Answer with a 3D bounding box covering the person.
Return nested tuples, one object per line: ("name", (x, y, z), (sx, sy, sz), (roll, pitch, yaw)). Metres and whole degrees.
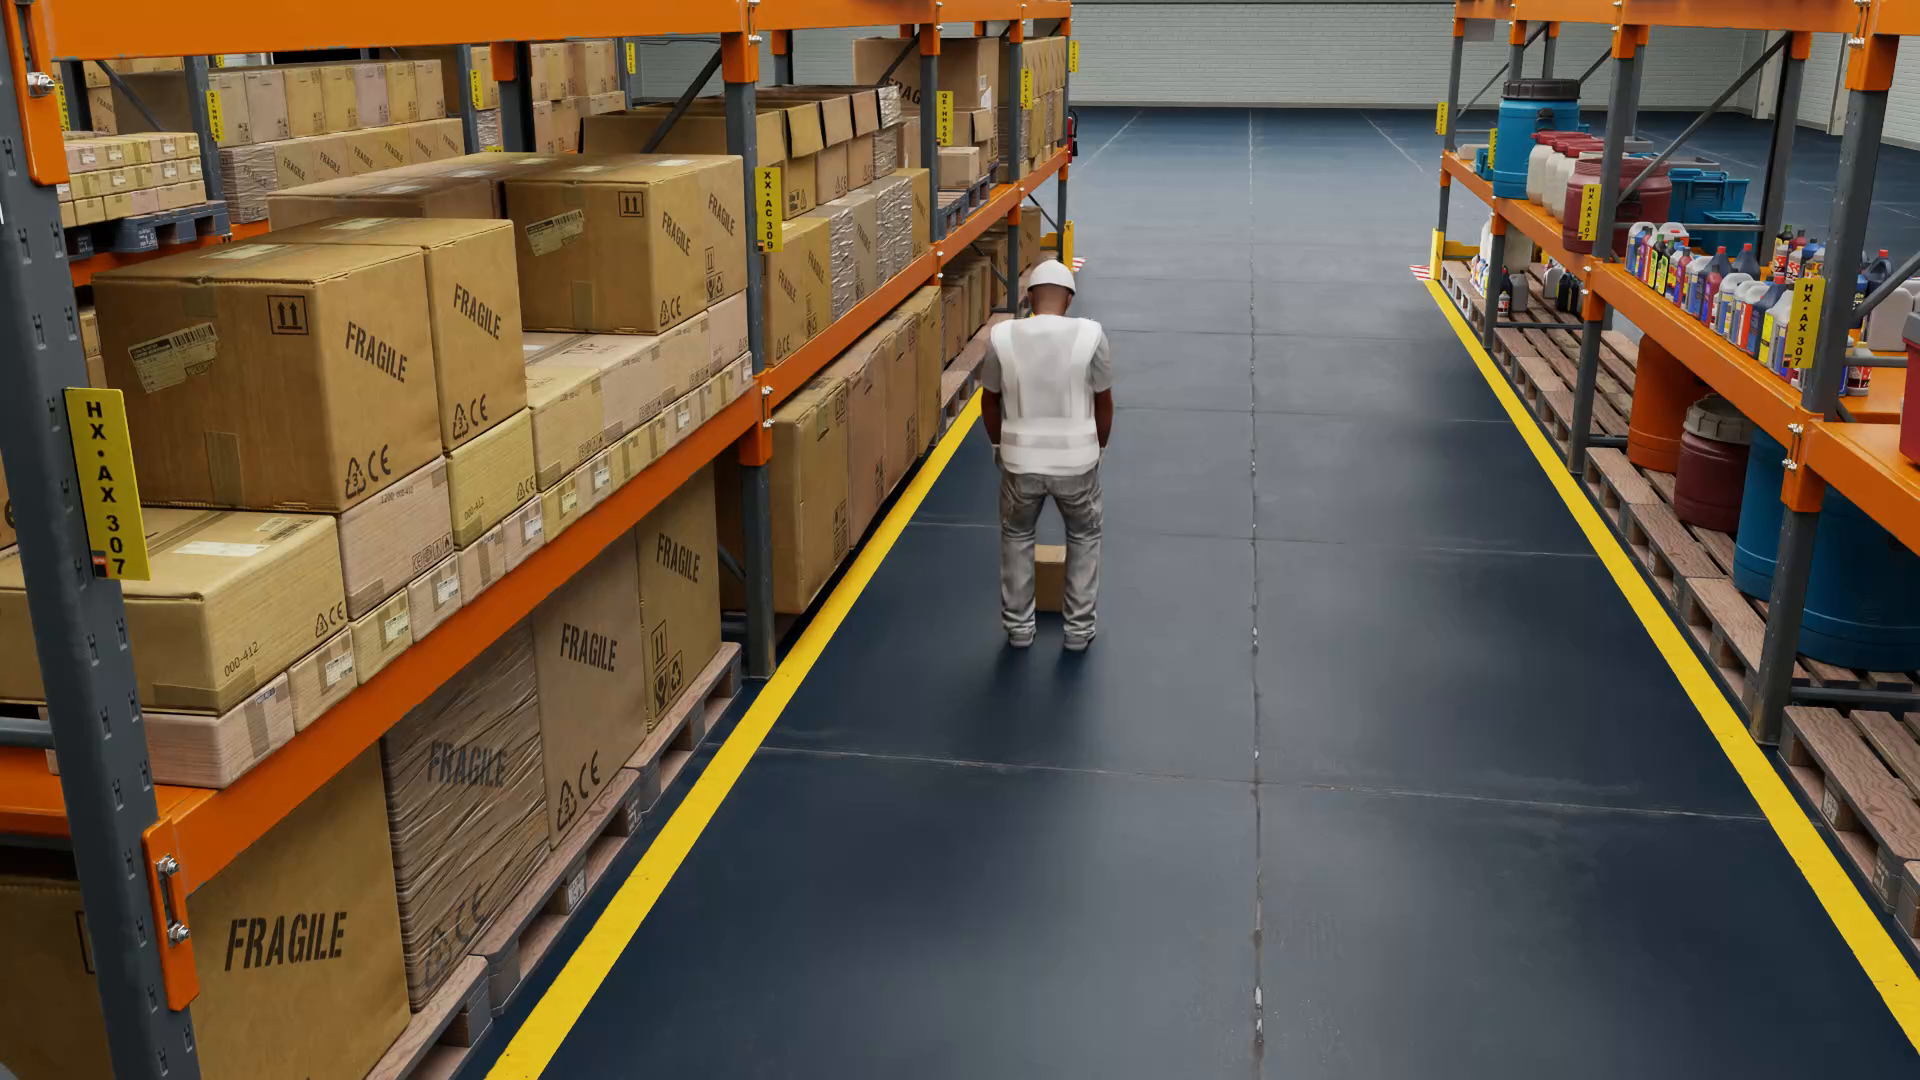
("person", (0.375, -0.360, 7.298), (0.584, 1.695, 0.517), (3, 18, 10))
